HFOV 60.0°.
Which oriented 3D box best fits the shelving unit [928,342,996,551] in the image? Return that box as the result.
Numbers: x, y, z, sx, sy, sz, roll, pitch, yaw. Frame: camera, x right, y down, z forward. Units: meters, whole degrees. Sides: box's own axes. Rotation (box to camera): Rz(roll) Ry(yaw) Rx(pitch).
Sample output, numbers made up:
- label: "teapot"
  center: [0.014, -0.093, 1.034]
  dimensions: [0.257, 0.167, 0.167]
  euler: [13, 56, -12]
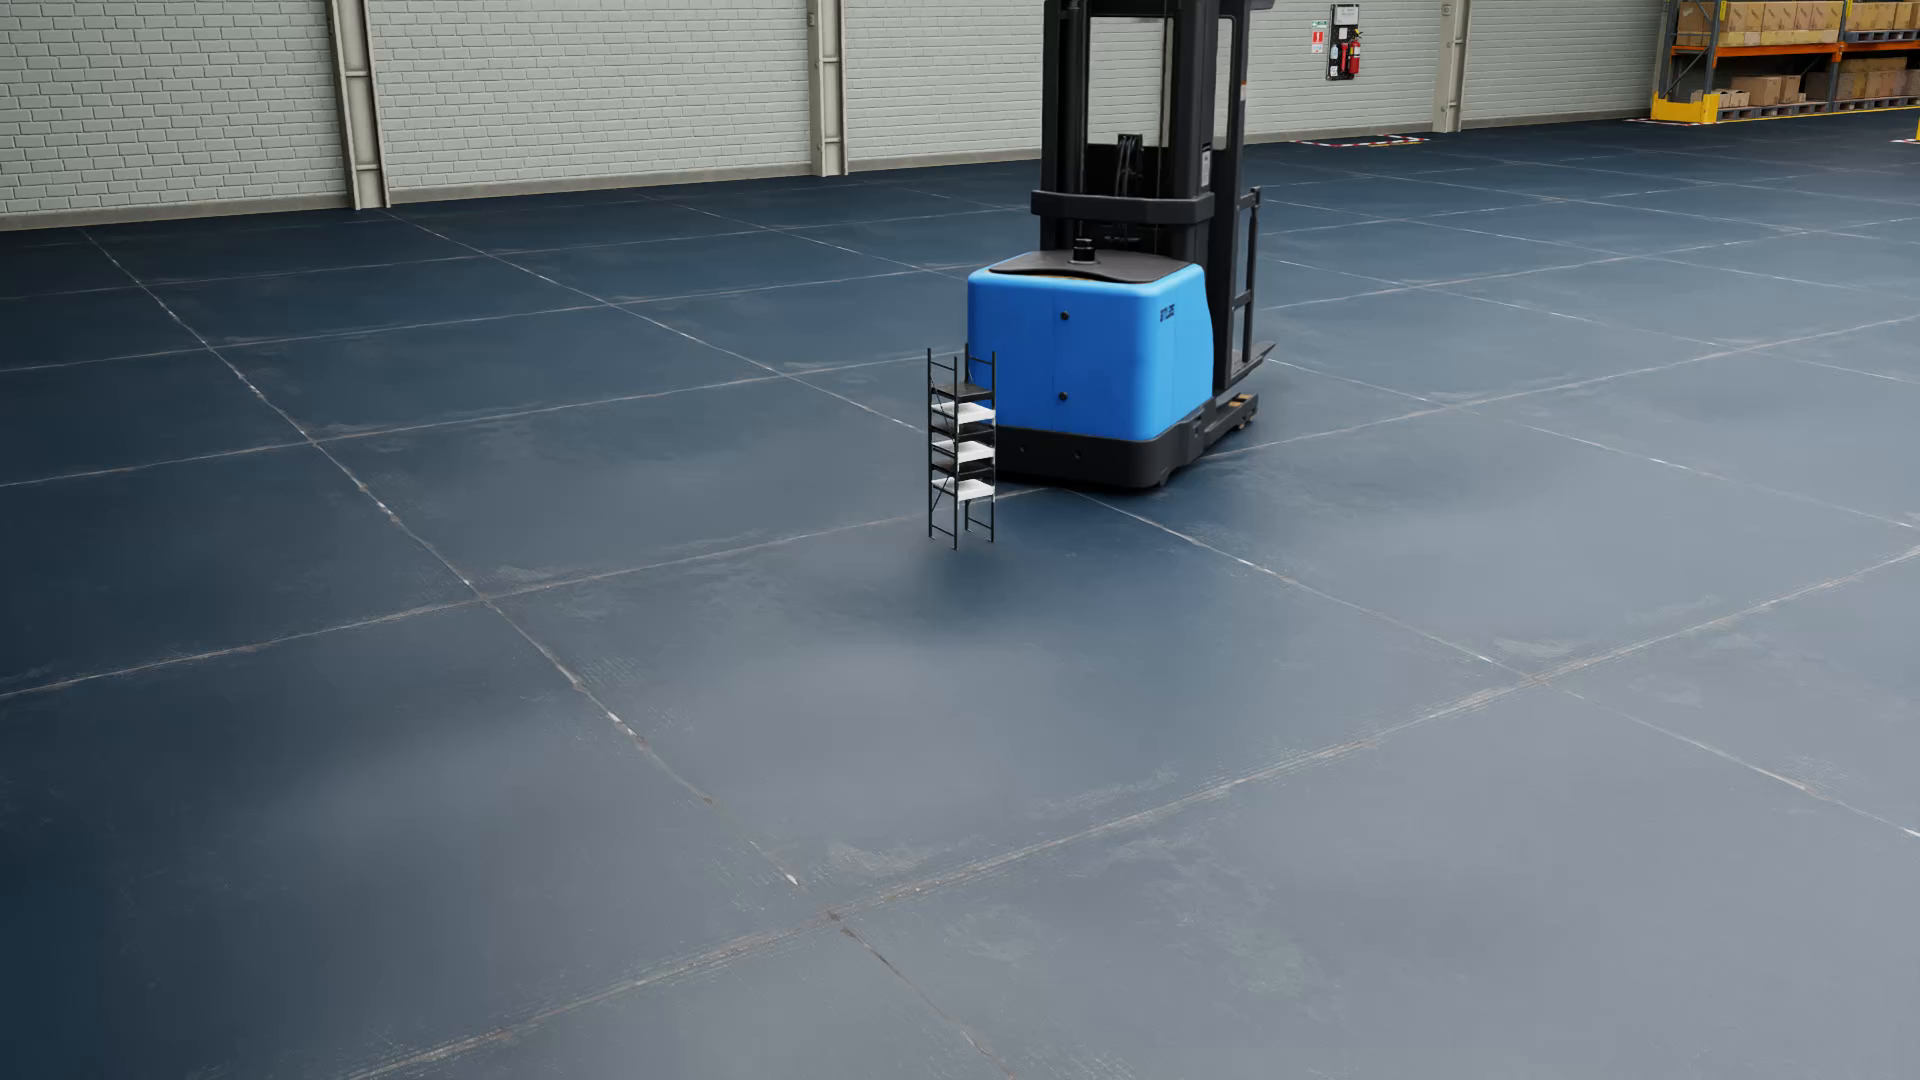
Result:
- label: "shelving unit"
  center: [0.007, -0.428, 7.605]
  dimensions: [0.210, 0.900, 0.258]
  euler: [-12, 22, -31]

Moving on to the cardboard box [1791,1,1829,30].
- label: "cardboard box"
  center: [15.893, -9.842, 31.205]
  dimensions: [0.500, 0.500, 0.500]
  euler: [-12, 22, -32]

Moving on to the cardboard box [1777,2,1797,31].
- label: "cardboard box"
  center: [15.033, -9.664, 30.680]
  dimensions: [0.500, 0.500, 0.500]
  euler: [-11, 22, -30]

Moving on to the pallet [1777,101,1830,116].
- label: "pallet"
  center: [15.990, -8.355, 32.129]
  dimensions: [1.213, 0.211, 1.003]
  euler: [-12, 22, -31]

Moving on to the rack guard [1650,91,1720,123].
- label: "rack guard"
  center: [13.254, -7.928, 30.416]
  dimensions: [0.348, 0.500, 1.175]
  euler: [-12, 22, -31]

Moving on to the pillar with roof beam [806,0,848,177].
- label: "pillar with roof beam"
  center: [0.634, -7.974, 17.280]
  dimensions: [0.400, 9.000, 9.100]
  euler: [-12, 22, -31]

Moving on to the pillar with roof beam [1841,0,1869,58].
- label: "pillar with roof beam"
  center: [20.678, -12.201, 29.784]
  dimensions: [0.400, 9.000, 9.100]
  euler: [-12, 22, -31]

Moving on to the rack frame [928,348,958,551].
- label: "rack frame"
  center: [-0.078, -0.410, 7.552]
  dimensions: [0.006, 0.900, 0.240]
  euler: [-12, 22, -31]

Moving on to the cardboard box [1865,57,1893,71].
- label: "cardboard box"
  center: [18.362, -9.571, 33.418]
  dimensions: [0.500, 0.250, 0.500]
  euler: [-12, 22, -32]

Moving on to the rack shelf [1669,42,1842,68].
- label: "rack shelf"
  center: [14.861, -9.111, 31.133]
  dimensions: [4.000, 0.370, 1.077]
  euler: [-12, 22, -31]

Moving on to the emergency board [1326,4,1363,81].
- label: "emergency board"
  center: [6.204, -7.972, 26.642]
  dimensions: [0.643, 1.169, 0.194]
  euler: [-12, 22, -31]

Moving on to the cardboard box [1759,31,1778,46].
- label: "cardboard box"
  center: [14.628, -9.222, 30.542]
  dimensions: [0.500, 0.250, 0.500]
  euler: [-12, 22, -32]

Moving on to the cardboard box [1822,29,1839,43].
- label: "cardboard box"
  center: [16.303, -9.578, 31.594]
  dimensions: [0.500, 0.250, 0.500]
  euler: [-12, 22, -31]

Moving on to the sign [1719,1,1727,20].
- label: "sign"
  center: [13.489, -9.364, 29.408]
  dimensions: [0.005, 0.325, 0.100]
  euler: [-12, 22, -31]

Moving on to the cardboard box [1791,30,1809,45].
- label: "cardboard box"
  center: [15.470, -9.399, 31.067]
  dimensions: [0.500, 0.250, 0.500]
  euler: [-12, 22, -32]

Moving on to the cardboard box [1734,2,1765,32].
- label: "cardboard box"
  center: [14.173, -9.481, 30.137]
  dimensions: [0.500, 0.500, 0.500]
  euler: [-12, 22, -31]

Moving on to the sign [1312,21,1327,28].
- label: "sign"
  center: [5.694, -8.168, 26.340]
  dimensions: [0.331, 0.109, 0.001]
  euler: [-12, 22, -31]

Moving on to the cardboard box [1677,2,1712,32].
- label: "cardboard box"
  center: [13.468, -9.533, 30.290]
  dimensions: [0.500, 0.500, 0.500]
  euler: [-12, 22, -32]

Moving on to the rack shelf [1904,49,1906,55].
- label: "rack shelf"
  center: [21.543, -10.520, 35.301]
  dimensions: [4.000, 0.370, 1.077]
  euler: [-12, 22, -31]

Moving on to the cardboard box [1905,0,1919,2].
- label: "cardboard box"
  center: [19.340, -10.942, 33.571]
  dimensions: [0.250, 0.149, 0.380]
  euler: [-17, 25, -40]

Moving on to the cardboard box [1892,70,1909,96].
- label: "cardboard box"
  center: [18.805, -9.332, 33.881]
  dimensions: [0.500, 0.500, 0.700]
  euler: [-12, 22, -31]

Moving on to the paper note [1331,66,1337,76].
- label: "paper note"
  center: [6.018, -7.542, 26.745]
  dimensions: [0.142, 0.148, 0.016]
  euler: [-12, 22, -31]

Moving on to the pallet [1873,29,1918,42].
- label: "pallet"
  center: [18.241, -10.058, 33.111]
  dimensions: [1.213, 0.211, 1.003]
  euler: [-12, 22, -31]

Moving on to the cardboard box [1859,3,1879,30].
- label: "cardboard box"
  center: [17.446, -10.237, 32.497]
  dimensions: [0.500, 0.500, 0.700]
  euler: [-9, 21, -26]

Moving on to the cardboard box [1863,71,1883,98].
- label: "cardboard box"
  center: [17.989, -9.146, 33.329]
  dimensions: [0.500, 0.500, 0.700]
  euler: [-12, 22, -31]

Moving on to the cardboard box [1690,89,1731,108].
- label: "cardboard box"
  center: [13.818, -8.132, 30.625]
  dimensions: [0.500, 0.311, 0.500]
  euler: [-15, 24, -37]

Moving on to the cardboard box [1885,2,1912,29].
- label: "cardboard box"
  center: [18.457, -10.453, 33.138]
  dimensions: [0.500, 0.500, 0.700]
  euler: [-12, 22, -31]

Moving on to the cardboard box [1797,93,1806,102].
- label: "cardboard box"
  center: [16.101, -8.568, 32.141]
  dimensions: [0.250, 0.166, 0.380]
  euler: [-16, 24, -38]

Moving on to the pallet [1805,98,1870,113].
- label: "pallet"
  center: [17.181, -8.620, 32.913]
  dimensions: [1.213, 0.211, 1.003]
  euler: [-12, 22, -31]

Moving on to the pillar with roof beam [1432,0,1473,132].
- label: "pillar with roof beam"
  center: [10.656, -10.087, 23.532]
  dimensions: [0.400, 9.000, 9.100]
  euler: [-12, 22, -31]

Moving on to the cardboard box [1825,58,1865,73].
- label: "cardboard box"
  center: [17.503, -9.396, 32.899]
  dimensions: [0.500, 0.250, 0.500]
  euler: [-12, 22, -33]

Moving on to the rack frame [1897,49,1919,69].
- label: "rack frame"
  center: [19.872, -10.508, 34.144]
  dimensions: [0.127, 3.000, 1.000]
  euler: [-12, 22, -31]

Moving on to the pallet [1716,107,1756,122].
- label: "pallet"
  center: [13.952, -7.925, 30.857]
  dimensions: [1.213, 0.211, 1.003]
  euler: [-12, 22, -31]

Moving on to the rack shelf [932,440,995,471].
- label: "rack shelf"
  center: [0.007, -0.396, 7.616]
  dimensions: [0.200, 0.077, 0.258]
  euler: [-12, 22, -31]

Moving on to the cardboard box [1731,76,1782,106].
- label: "cardboard box"
  center: [14.934, -8.437, 31.235]
  dimensions: [0.500, 0.500, 0.700]
  euler: [-14, 23, -35]

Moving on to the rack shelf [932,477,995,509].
- label: "rack shelf"
  center: [0.007, -0.226, 7.673]
  dimensions: [0.200, 0.077, 0.258]
  euler: [-12, 22, -31]

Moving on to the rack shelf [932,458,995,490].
- label: "rack shelf"
  center: [0.007, -0.311, 7.644]
  dimensions: [0.200, 0.077, 0.258]
  euler: [-12, 22, -31]

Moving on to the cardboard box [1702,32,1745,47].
- label: "cardboard box"
  center: [13.773, -9.039, 30.000]
  dimensions: [0.500, 0.250, 0.500]
  euler: [-13, 22, -33]

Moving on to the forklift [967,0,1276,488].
- label: "forklift"
  center: [1.109, -2.078, 9.316]
  dimensions: [1.130, 2.935, 3.031]
  euler: [9, 21, 24]

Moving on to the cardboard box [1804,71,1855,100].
- label: "cardboard box"
  center: [17.137, -8.962, 32.786]
  dimensions: [0.500, 0.500, 0.700]
  euler: [-11, 22, -30]
